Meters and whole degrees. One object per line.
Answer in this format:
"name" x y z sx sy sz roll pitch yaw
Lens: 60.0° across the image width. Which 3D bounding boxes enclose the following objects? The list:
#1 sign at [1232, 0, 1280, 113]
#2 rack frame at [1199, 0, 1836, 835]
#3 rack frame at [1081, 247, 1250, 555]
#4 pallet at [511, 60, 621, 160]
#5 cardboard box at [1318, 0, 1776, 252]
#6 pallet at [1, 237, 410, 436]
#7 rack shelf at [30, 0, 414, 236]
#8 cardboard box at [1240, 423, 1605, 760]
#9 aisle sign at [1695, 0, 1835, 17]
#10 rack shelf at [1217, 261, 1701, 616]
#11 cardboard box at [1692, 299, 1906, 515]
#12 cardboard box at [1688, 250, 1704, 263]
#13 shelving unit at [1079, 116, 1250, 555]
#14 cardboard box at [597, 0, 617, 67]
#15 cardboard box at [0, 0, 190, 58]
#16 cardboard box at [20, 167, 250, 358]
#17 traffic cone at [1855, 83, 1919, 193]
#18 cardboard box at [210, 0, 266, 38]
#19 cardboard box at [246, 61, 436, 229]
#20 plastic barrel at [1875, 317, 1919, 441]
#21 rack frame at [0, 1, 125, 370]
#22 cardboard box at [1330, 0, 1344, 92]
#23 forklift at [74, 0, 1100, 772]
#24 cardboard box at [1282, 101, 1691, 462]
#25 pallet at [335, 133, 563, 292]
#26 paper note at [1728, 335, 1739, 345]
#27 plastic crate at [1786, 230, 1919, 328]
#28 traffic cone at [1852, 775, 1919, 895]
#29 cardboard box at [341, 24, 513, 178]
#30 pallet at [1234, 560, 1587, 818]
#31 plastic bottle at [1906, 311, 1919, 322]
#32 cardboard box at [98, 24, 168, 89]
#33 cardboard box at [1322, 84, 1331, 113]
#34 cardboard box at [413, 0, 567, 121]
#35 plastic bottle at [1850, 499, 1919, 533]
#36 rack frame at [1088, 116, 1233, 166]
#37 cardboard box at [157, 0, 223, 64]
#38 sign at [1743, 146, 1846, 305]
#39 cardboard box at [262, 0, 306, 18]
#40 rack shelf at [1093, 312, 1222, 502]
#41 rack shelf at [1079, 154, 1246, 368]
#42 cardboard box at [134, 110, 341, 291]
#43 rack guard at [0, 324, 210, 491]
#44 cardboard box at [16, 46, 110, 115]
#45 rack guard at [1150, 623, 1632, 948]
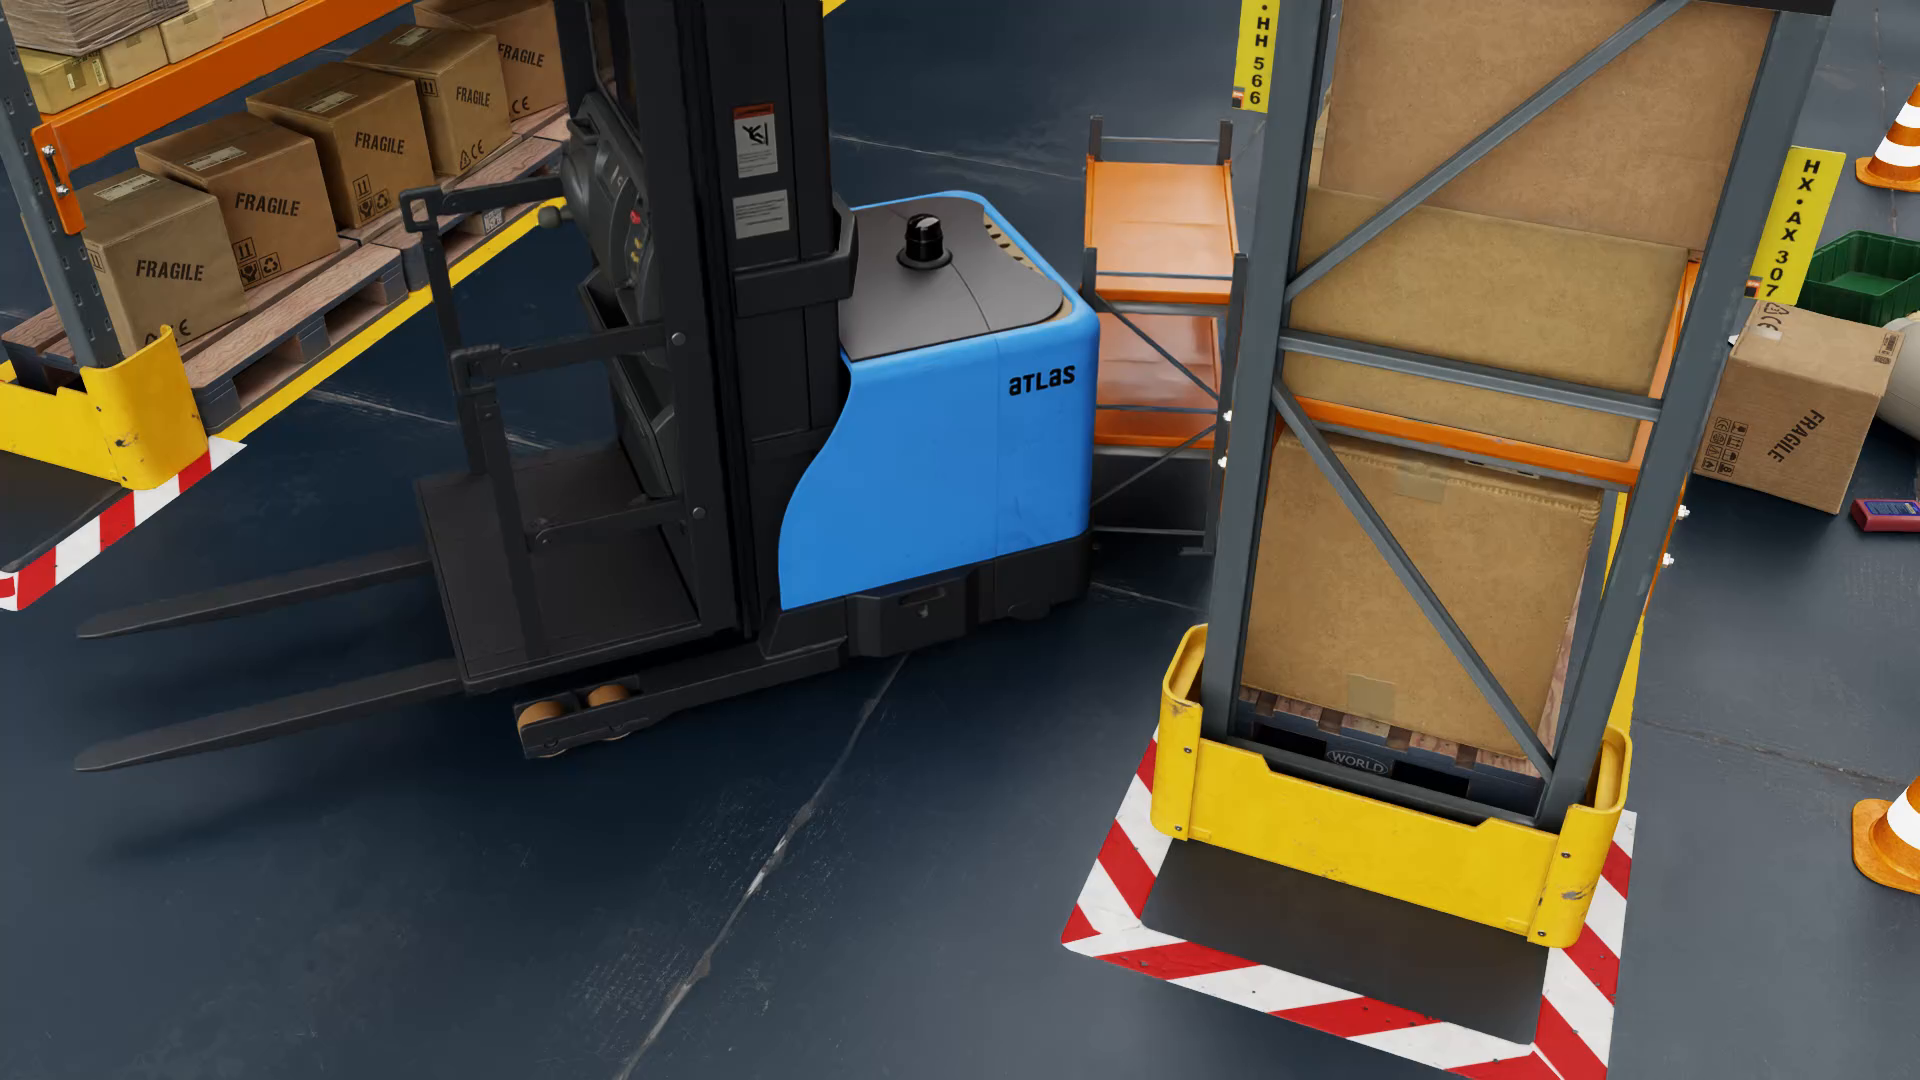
"sign" 0.636 -1.058 3.495 0.100 0.325 0.005 14 39 18
"rack frame" 1.132 -0.368 3.737 1.000 3.000 0.127 14 39 18
"rack frame" 0.624 -0.421 5.373 0.500 1.125 0.032 3 37 4
"pallet" -2.117 -2.271 8.613 1.003 0.211 1.213 14 39 18
"cardboard box" 1.309 -1.057 3.631 0.875 0.550 0.550 14 39 18
"pallet" -3.046 -0.921 6.805 1.003 0.211 1.213 14 39 18
"rack shelf" -2.655 -2.373 7.020 1.077 0.370 4.000 14 39 18
"cardboard box" 1.329 -0.075 4.769 0.875 0.875 0.875 14 39 18
"aisle sign" 1.383 -1.301 2.814 0.394 0.787 0.004 14 39 18
"rack shelf" 1.893 -1.187 5.433 1.077 0.370 4.000 14 39 18
"cardboard box" 3.012 -0.489 5.985 0.500 0.500 0.500 21 42 25
"cardboard box" 1.750 -1.235 4.771 0.875 0.550 0.550 14 39 18
"shelving unit" 0.666 -0.724 5.779 0.538 1.125 1.048 3 37 4
"cardboard box" -2.084 -2.723 8.625 0.500 0.500 0.500 13 39 16
"cardboard box" -3.182 -2.011 5.603 0.875 0.500 0.500 14 39 18
"cardboard box" -3.163 -1.063 6.403 0.500 0.500 0.500 21 42 26
"traffic cone" 4.561 -1.965 7.992 0.336 0.463 0.334 14 39 18
"cardboard box" -2.790 -1.969 6.088 0.380 0.149 0.250 14 39 18
"cardboard box" -2.712 -1.744 7.314 0.500 0.500 0.500 18 40 22
"plastic barrel" 3.641 -0.573 6.163 0.421 0.421 0.512 -17 40 -22
"rack frame" -3.416 -1.554 5.323 1.000 3.000 0.127 14 39 18
"cardboard box" 1.433 -1.383 4.067 0.875 0.550 0.550 14 39 18
"forklift" -1.141 -0.894 4.498 3.031 2.935 1.130 -14 39 -18
"cardboard box" 1.231 -0.644 3.980 0.875 0.550 0.550 14 39 18
"pallet" -2.580 -1.594 7.706 1.003 0.211 1.213 14 39 18
"paper note" 3.236 -0.815 6.814 0.147 0.020 0.142 -11 38 -14
"plastic crate" 3.799 -1.085 6.996 0.662 0.188 0.450 -25 33 -29
"traffic cone" 2.647 0.678 4.457 0.336 0.463 0.334 14 39 18
"cardboard box" -2.458 -2.042 7.714 0.500 0.500 0.500 11 38 14
"pallet" 1.364 0.289 5.188 1.003 0.211 1.213 14 39 18
"plastic bottle" 3.945 -0.909 6.915 0.133 0.061 0.283 -5 37 -6
"cardboard box" -2.975 -1.691 5.716 0.380 0.149 0.250 14 39 18
"cardboard box" 1.420 -0.953 4.394 0.875 0.550 0.550 14 39 18
"cardboard box" -2.294 -2.404 8.198 0.500 0.500 0.500 27 45 32
"plastic bottle" 3.285 -0.084 5.812 0.283 0.061 0.133 1 37 2
"rack frame" 0.709 -1.027 6.185 0.500 1.125 0.032 3 37 4
"cardboard box" -2.866 -1.826 5.897 0.380 0.149 0.250 14 39 18
"sign" 1.643 -0.617 3.280 0.100 0.325 0.005 14 39 18
"cardboard box" -2.688 -2.105 6.271 0.380 0.149 0.250 14 39 18
"rack shelf" 0.666 -0.528 5.925 0.538 0.278 1.000 3 37 4
"rack shelf" 0.666 -0.958 5.604 0.538 0.278 1.000 3 37 4
"cardboard box" -2.968 -1.401 6.856 0.500 0.500 0.500 25 43 29
"rack guard" -3.387 -0.594 6.128 1.175 0.500 0.348 14 39 18
"cardboard box" -3.087 -1.556 5.537 0.380 0.149 0.250 14 39 18
"rack guard" 1.123 0.647 4.467 1.175 0.500 0.348 14 39 18
